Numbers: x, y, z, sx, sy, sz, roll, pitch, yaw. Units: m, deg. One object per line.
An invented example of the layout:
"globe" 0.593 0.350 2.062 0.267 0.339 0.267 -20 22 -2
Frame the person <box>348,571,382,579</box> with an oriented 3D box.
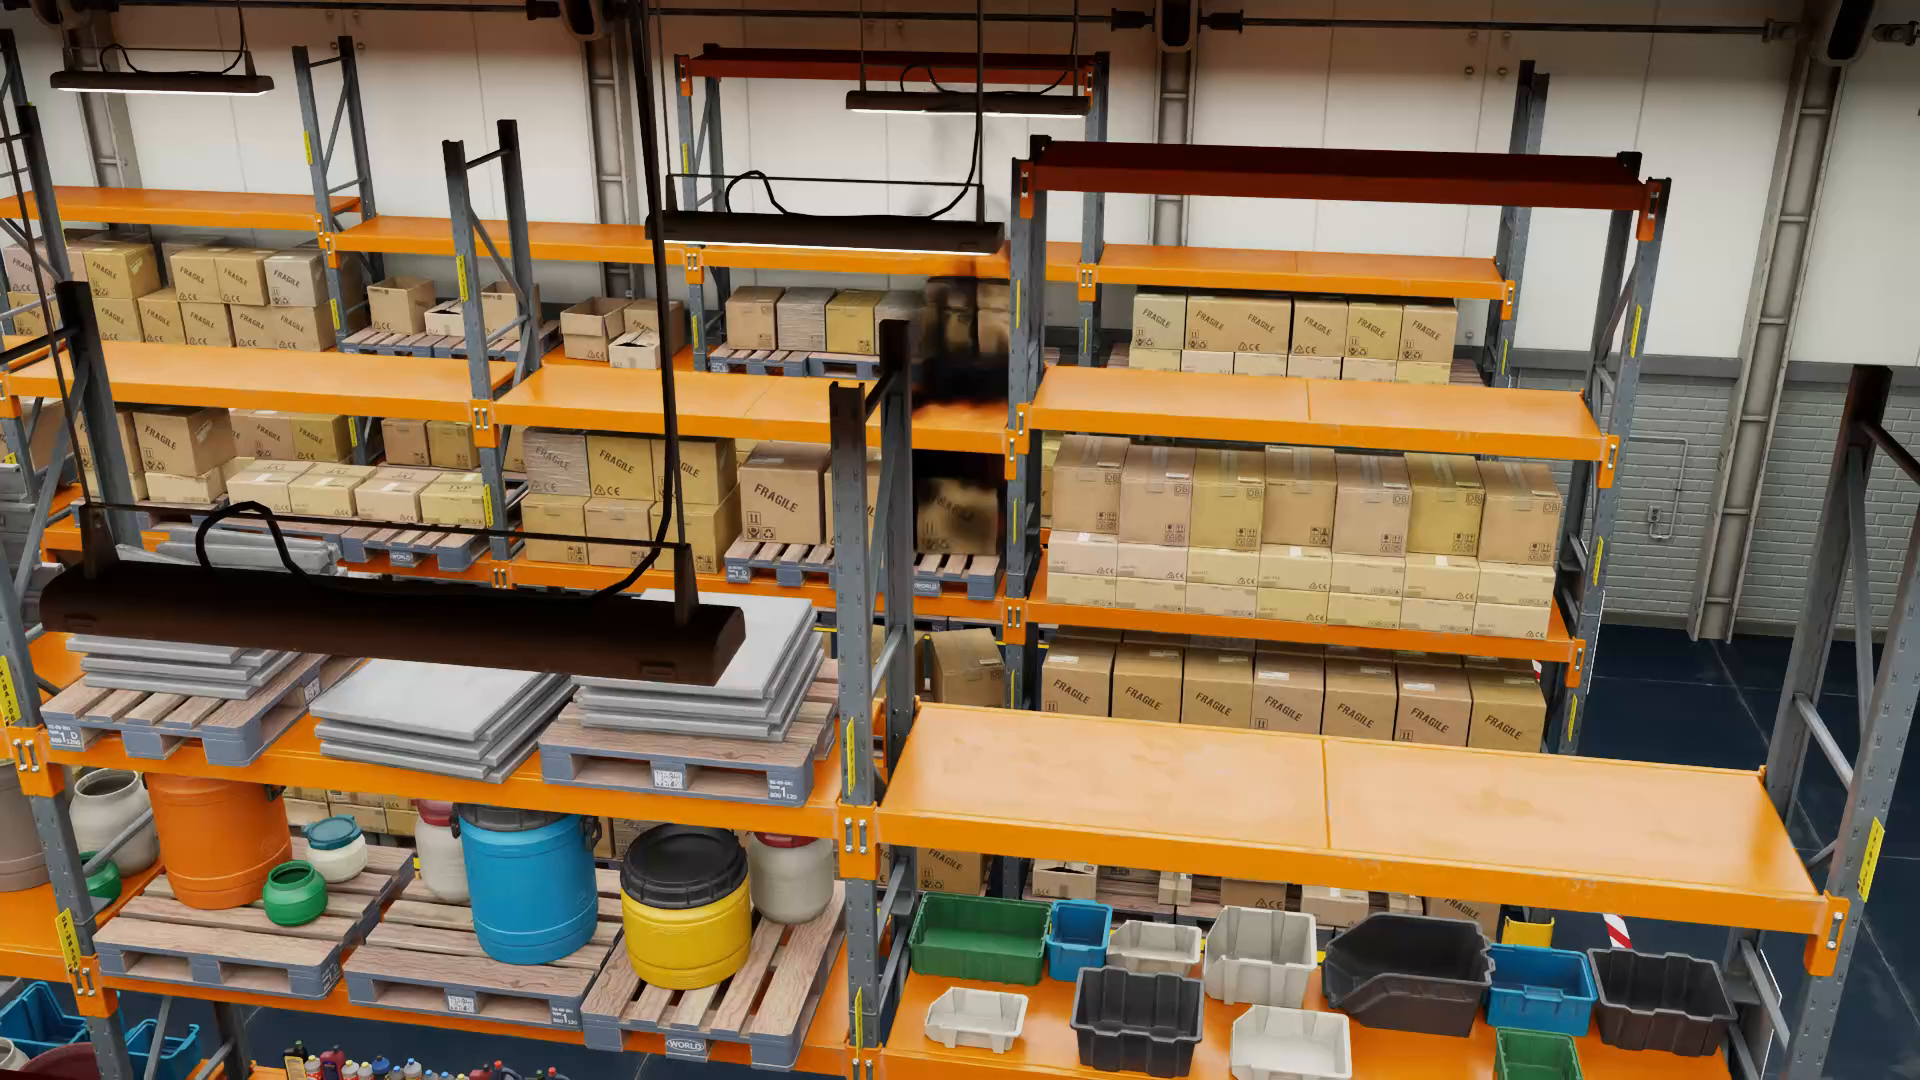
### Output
"person" -5.996 0.767 16.325 0.597 1.724 0.665 4 23 9
